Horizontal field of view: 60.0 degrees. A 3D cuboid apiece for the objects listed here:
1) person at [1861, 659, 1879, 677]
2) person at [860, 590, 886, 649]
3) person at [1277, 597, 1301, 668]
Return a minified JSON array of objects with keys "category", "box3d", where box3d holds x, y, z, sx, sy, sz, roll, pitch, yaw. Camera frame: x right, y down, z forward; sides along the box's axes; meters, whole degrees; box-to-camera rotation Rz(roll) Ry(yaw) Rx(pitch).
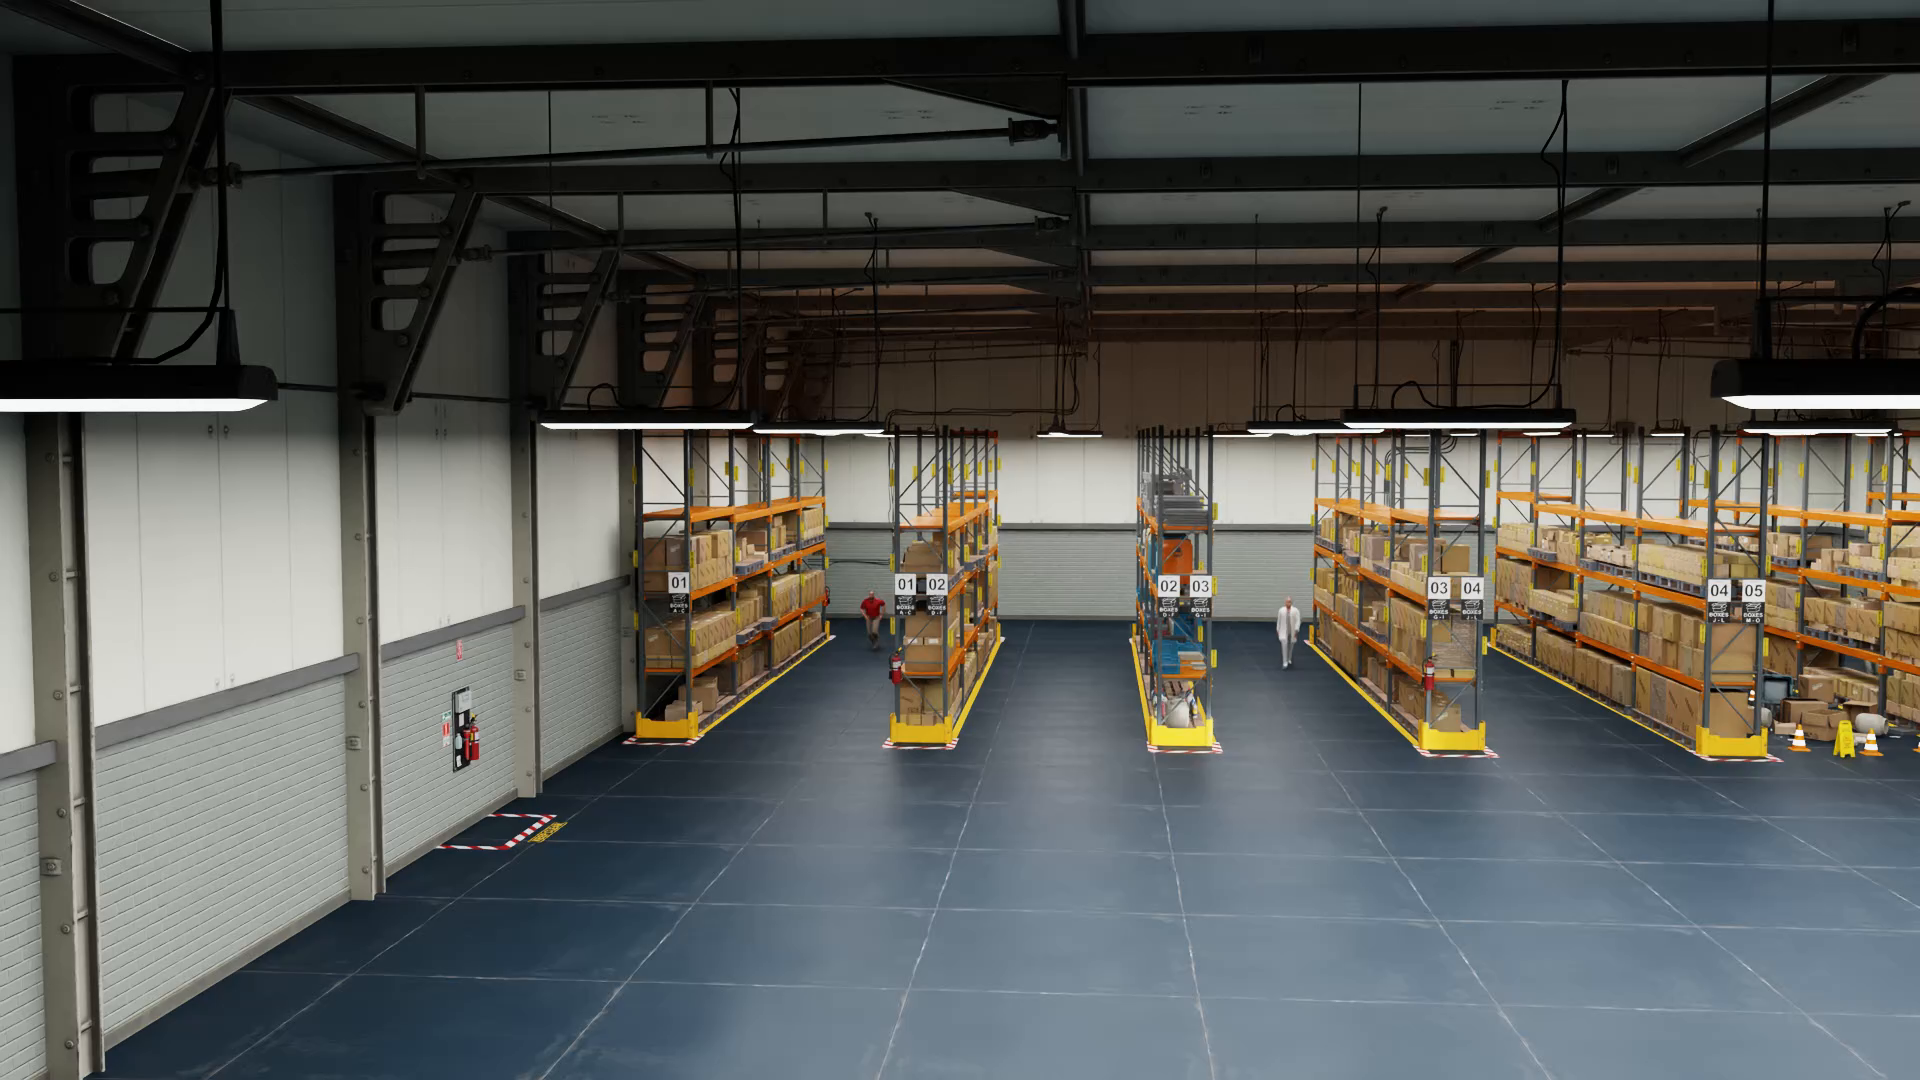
[{"category":"person","box3d":[21.886,2.451,39.767,0.551,1.773,0.509,-1,4,-13]},{"category":"person","box3d":[-2.371,2.177,45.463,0.656,1.640,0.740,1,4,15]},{"category":"person","box3d":[8.307,2.313,41.922,0.548,1.717,1.114,0,3,0]}]
